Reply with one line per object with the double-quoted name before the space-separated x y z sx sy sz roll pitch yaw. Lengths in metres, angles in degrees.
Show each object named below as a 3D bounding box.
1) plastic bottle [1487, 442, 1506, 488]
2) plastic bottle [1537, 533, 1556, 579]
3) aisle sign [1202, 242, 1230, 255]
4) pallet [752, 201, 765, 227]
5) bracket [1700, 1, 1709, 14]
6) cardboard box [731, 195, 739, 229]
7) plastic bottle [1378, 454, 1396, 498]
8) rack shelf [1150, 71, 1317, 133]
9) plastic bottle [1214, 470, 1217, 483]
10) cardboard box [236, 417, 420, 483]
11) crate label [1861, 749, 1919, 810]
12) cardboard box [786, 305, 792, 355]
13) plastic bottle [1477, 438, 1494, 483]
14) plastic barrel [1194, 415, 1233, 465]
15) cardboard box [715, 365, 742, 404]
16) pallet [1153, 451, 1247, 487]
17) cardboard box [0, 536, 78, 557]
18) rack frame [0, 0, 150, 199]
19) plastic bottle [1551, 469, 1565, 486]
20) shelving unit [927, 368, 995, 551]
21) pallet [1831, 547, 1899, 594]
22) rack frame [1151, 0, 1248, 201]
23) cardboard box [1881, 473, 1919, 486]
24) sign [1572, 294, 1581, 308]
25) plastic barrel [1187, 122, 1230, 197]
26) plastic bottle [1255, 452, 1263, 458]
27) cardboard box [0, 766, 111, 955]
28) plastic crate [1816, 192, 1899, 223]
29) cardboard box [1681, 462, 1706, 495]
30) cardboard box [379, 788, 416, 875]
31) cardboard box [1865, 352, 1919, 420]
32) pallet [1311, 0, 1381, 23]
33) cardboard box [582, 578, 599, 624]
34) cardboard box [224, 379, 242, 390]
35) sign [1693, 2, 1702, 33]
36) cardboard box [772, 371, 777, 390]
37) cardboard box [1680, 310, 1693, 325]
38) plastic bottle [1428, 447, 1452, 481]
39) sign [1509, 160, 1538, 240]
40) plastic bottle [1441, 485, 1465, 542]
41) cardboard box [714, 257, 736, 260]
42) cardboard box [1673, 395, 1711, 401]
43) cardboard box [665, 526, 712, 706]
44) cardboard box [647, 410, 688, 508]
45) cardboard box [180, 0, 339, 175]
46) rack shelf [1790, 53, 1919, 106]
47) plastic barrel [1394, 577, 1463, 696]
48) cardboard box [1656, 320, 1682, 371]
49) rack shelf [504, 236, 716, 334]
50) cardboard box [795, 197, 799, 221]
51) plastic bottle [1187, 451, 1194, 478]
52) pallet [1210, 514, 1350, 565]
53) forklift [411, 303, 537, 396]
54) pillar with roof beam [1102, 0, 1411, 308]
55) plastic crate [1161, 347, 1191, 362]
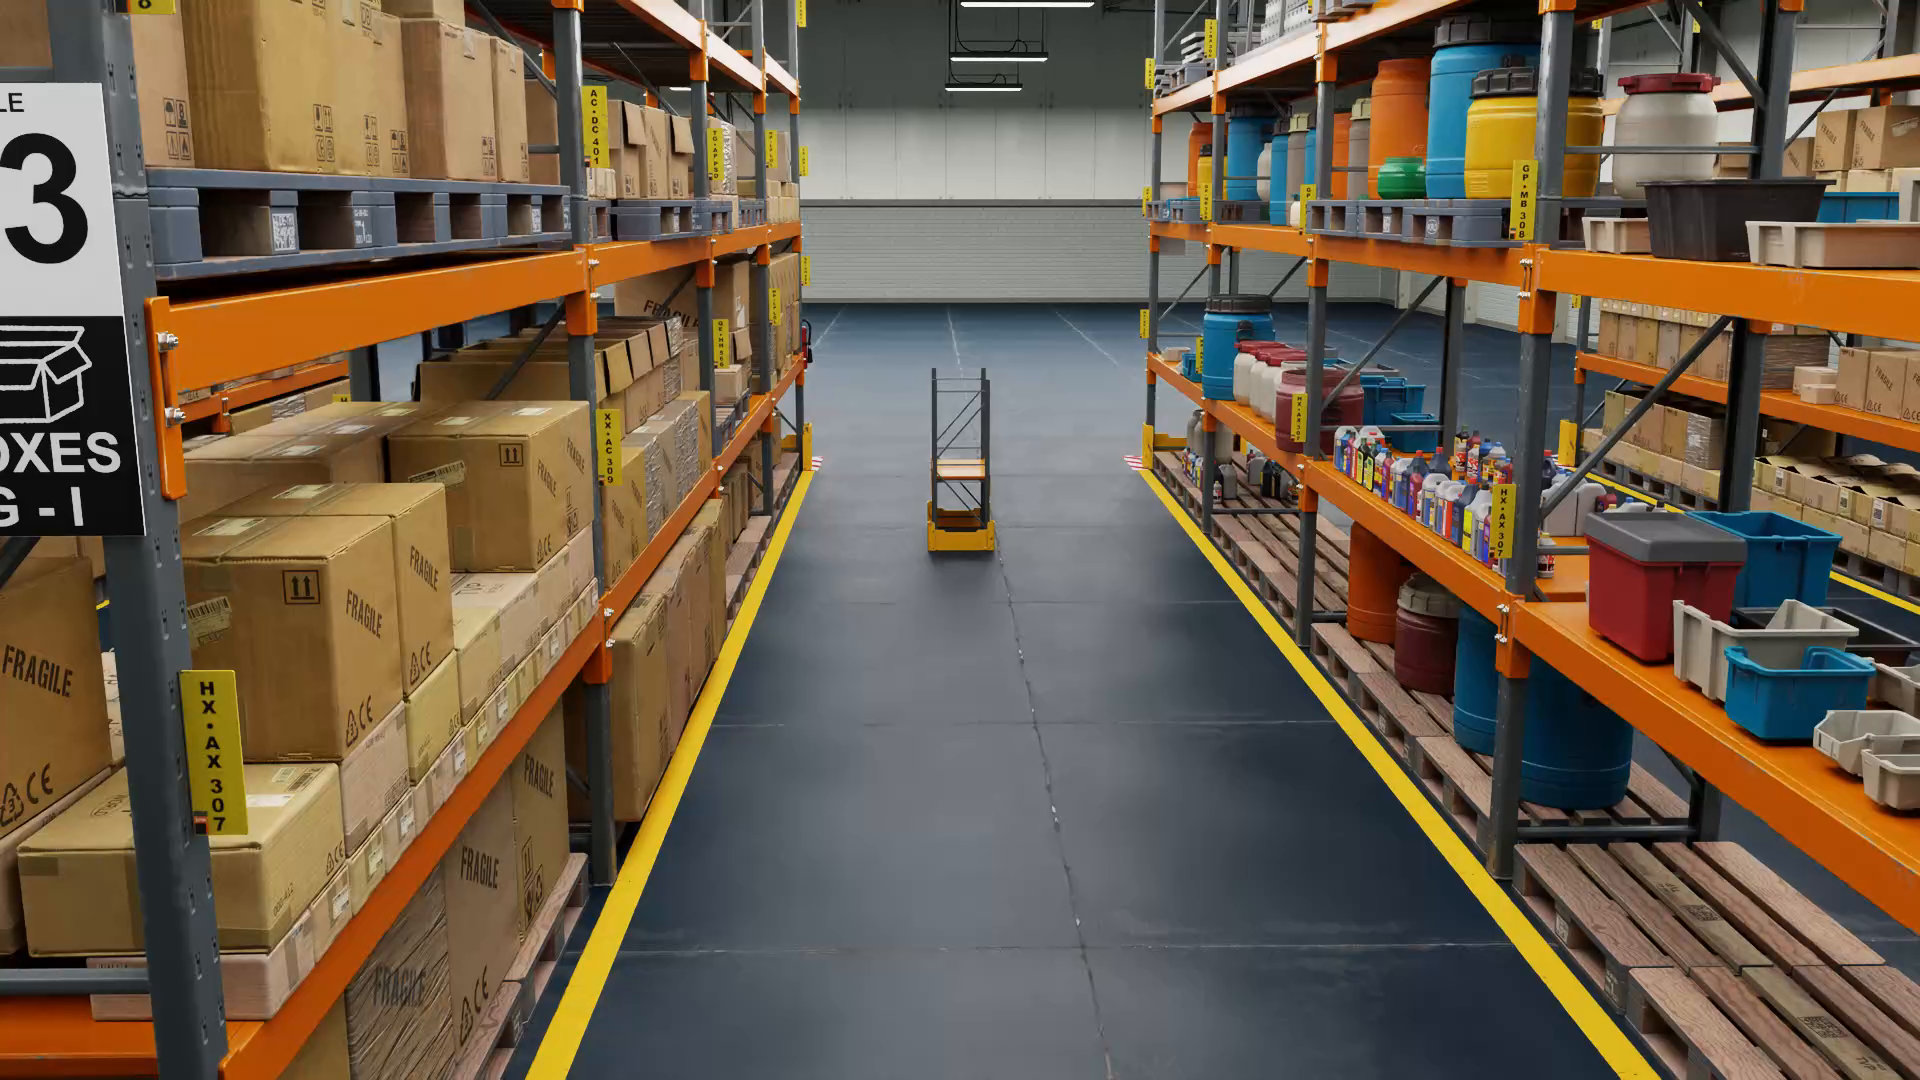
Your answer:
"plastic bottle" 3.253 -0.454 10.078 0.097 0.271 0.097 0 11 0
"plastic bottle" 2.697 0.069 7.675 0.097 0.201 0.097 0 11 0
"aisle sign" 2.952 -3.622 18.830 0.394 0.787 0.004 0 11 -1
"pallet" -2.307 -2.772 14.106 1.213 0.211 1.003 0 11 -1
"bracket" 12.846 -9.243 28.934 0.235 0.232 0.430 0 11 -1
"cardboard box" -1.916 -2.417 12.262 0.500 0.250 0.500 0 11 0
"plastic bottle" 2.502 -0.385 9.736 0.097 0.271 0.097 0 11 0
"rack shelf" 2.698 -4.327 16.567 1.077 0.370 4.000 0 11 -1
"plastic bottle" 2.399 -0.516 15.784 0.061 0.283 0.133 0 11 2
"cardboard box" -2.291 -0.172 6.108 0.500 0.500 0.500 0 11 -1
"crate label" 2.767 0.673 4.707 0.396 0.136 0.243 0 11 -1
"cardboard box" -2.214 -2.199 17.355 0.875 0.500 0.500 0 11 -1
"plastic bottle" 3.249 -0.493 10.269 0.097 0.271 0.097 0 11 0
"plastic barrel" 2.757 -1.089 18.083 0.421 0.512 0.421 0 11 0
"cardboard box" -1.935 -1.188 12.693 0.500 0.250 0.500 -1 11 -3
"pallet" 2.716 -0.790 18.420 1.003 0.211 1.213 0 11 -1
"cardboard box" -7.014 0.054 11.852 1.050 0.750 0.750 0 11 -2
"rack frame" -1.965 -2.072 2.638 1.000 3.000 0.127 0 11 -1
"plastic bottle" 3.275 -0.250 9.073 0.097 0.271 0.097 0 11 0
"shelving unit" -0.002 -0.750 14.985 0.587 1.500 1.083 0 11 -1
"pallet" 7.774 0.199 13.547 1.003 0.211 1.213 0 11 -1
"rack frame" 2.656 -5.273 18.416 1.000 3.000 0.127 0 11 -1
"cardboard box" 8.011 -0.408 13.976 0.500 0.311 0.500 0 11 -1
"sign" 7.054 -2.814 19.010 0.100 0.325 0.005 0 11 -1
"plastic barrel" 2.793 -4.123 18.156 0.600 0.830 0.708 0 11 -1
"plastic bottle" 3.113 -0.772 17.065 0.152 0.276 0.135 -1 11 -3
"cardboard box" -2.240 0.701 3.690 0.500 0.250 0.500 0 11 -2
"plastic crate" 3.242 -1.156 6.087 0.416 0.233 0.300 0 11 -1
"cardboard box" 7.463 -0.606 16.361 0.500 0.250 0.500 0 11 -1
"cardboard box" -1.661 0.766 4.372 0.380 0.149 0.250 0 11 -2
"cardboard box" 7.712 -1.249 13.420 0.500 0.500 0.500 0 11 -1
"pallet" 2.806 -3.250 9.928 1.213 0.211 1.003 0 11 -1
"cardboard box" -1.714 0.256 6.887 0.380 0.149 0.250 0 11 -1
"cardboard box" -7.193 -1.664 15.338 0.875 0.550 0.550 0 11 -1
"sign" 8.152 -5.788 18.409 0.100 0.325 0.005 0 11 -1
"cardboard box" -1.909 -1.488 15.480 0.380 0.149 0.250 0 11 -1
"cardboard box" 7.447 -2.230 16.622 0.380 0.149 0.250 0 11 0
"plastic bottle" 2.685 -0.351 9.368 0.144 0.351 0.185 0 11 -1
"sign" 2.354 -1.420 6.946 0.100 0.325 0.005 0 11 -1
"plastic bottle" 2.555 -0.136 8.498 0.152 0.276 0.135 0 11 -1
"cardboard box" -2.525 -2.588 16.759 0.500 0.500 0.500 0 11 -1
"cardboard box" 7.953 -1.274 17.767 0.500 0.500 0.500 0 11 -1
"cardboard box" -2.126 0.428 9.693 1.225 0.875 0.875 0 11 -1
"cardboard box" -1.854 -0.472 9.588 0.500 0.500 0.500 -1 11 -3
"cardboard box" -1.920 -1.121 3.937 0.700 0.500 0.500 -1 11 -3
"rack shelf" 7.733 -3.551 12.745 1.077 0.370 4.000 0 11 -1
"plastic barrel" 2.872 0.555 9.786 0.600 0.588 0.708 0 11 -1
"cardboard box" 7.640 -2.001 17.125 0.700 0.500 0.500 0 11 1
"rack shelf" -2.089 -1.442 8.887 1.077 0.370 4.000 0 11 -1
"cardboard box" -2.032 -3.614 18.161 0.500 0.250 0.500 0 11 0
"plastic bottle" 2.389 -0.781 17.121 0.097 0.271 0.097 0 11 0
"pallet" 2.794 -0.015 14.602 1.003 0.211 1.213 0 11 -1
"forklift" -4.607 -1.640 15.772 1.130 2.935 3.031 0 11 -1
"pillar with roof beam" 8.517 -11.124 47.256 9.100 9.000 0.548 0 11 -1
"plastic crate" 2.353 -2.024 18.155 0.298 0.136 0.250 0 11 -1
